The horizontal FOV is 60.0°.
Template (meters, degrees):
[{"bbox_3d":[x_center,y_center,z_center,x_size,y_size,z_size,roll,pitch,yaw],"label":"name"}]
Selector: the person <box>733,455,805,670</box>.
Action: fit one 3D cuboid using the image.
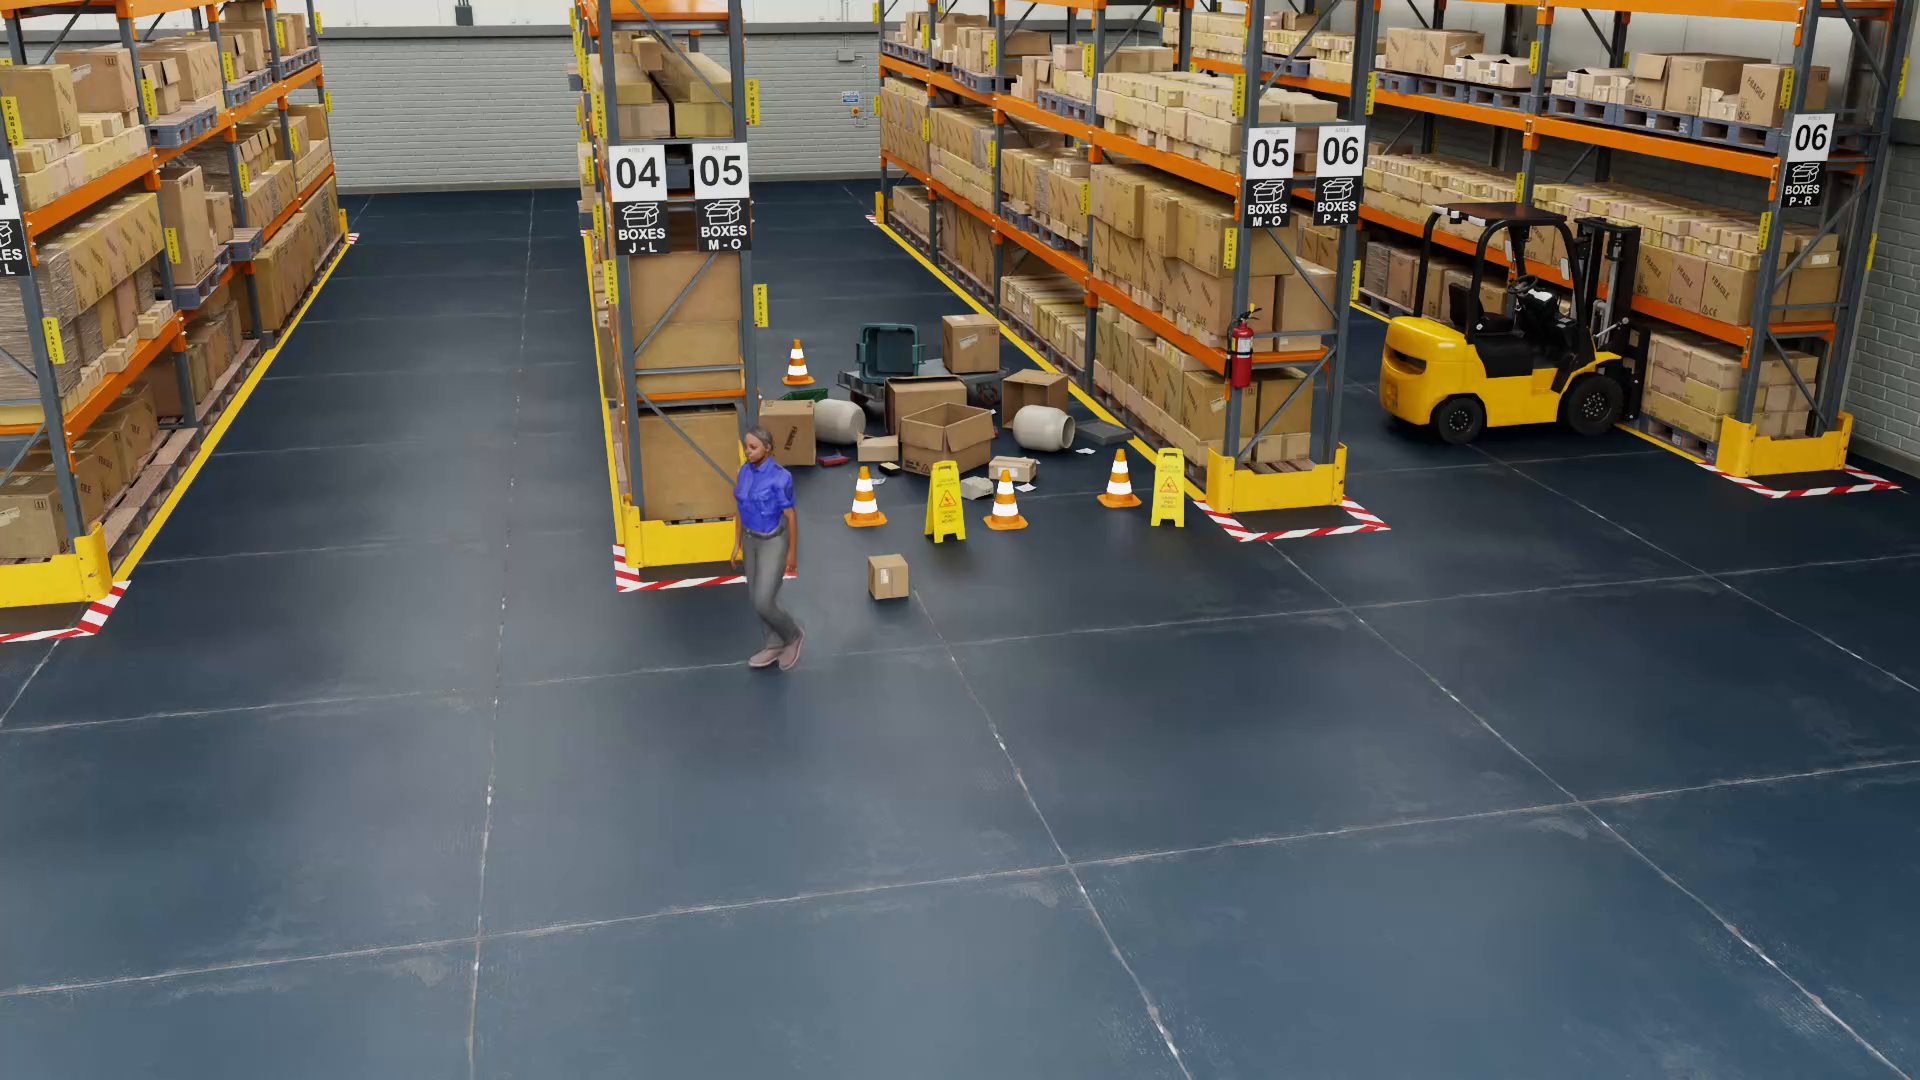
[{"bbox_3d":[-1.285,0.158,10.888,0.438,1.463,0.433,17,26,39],"label":"person"}]
